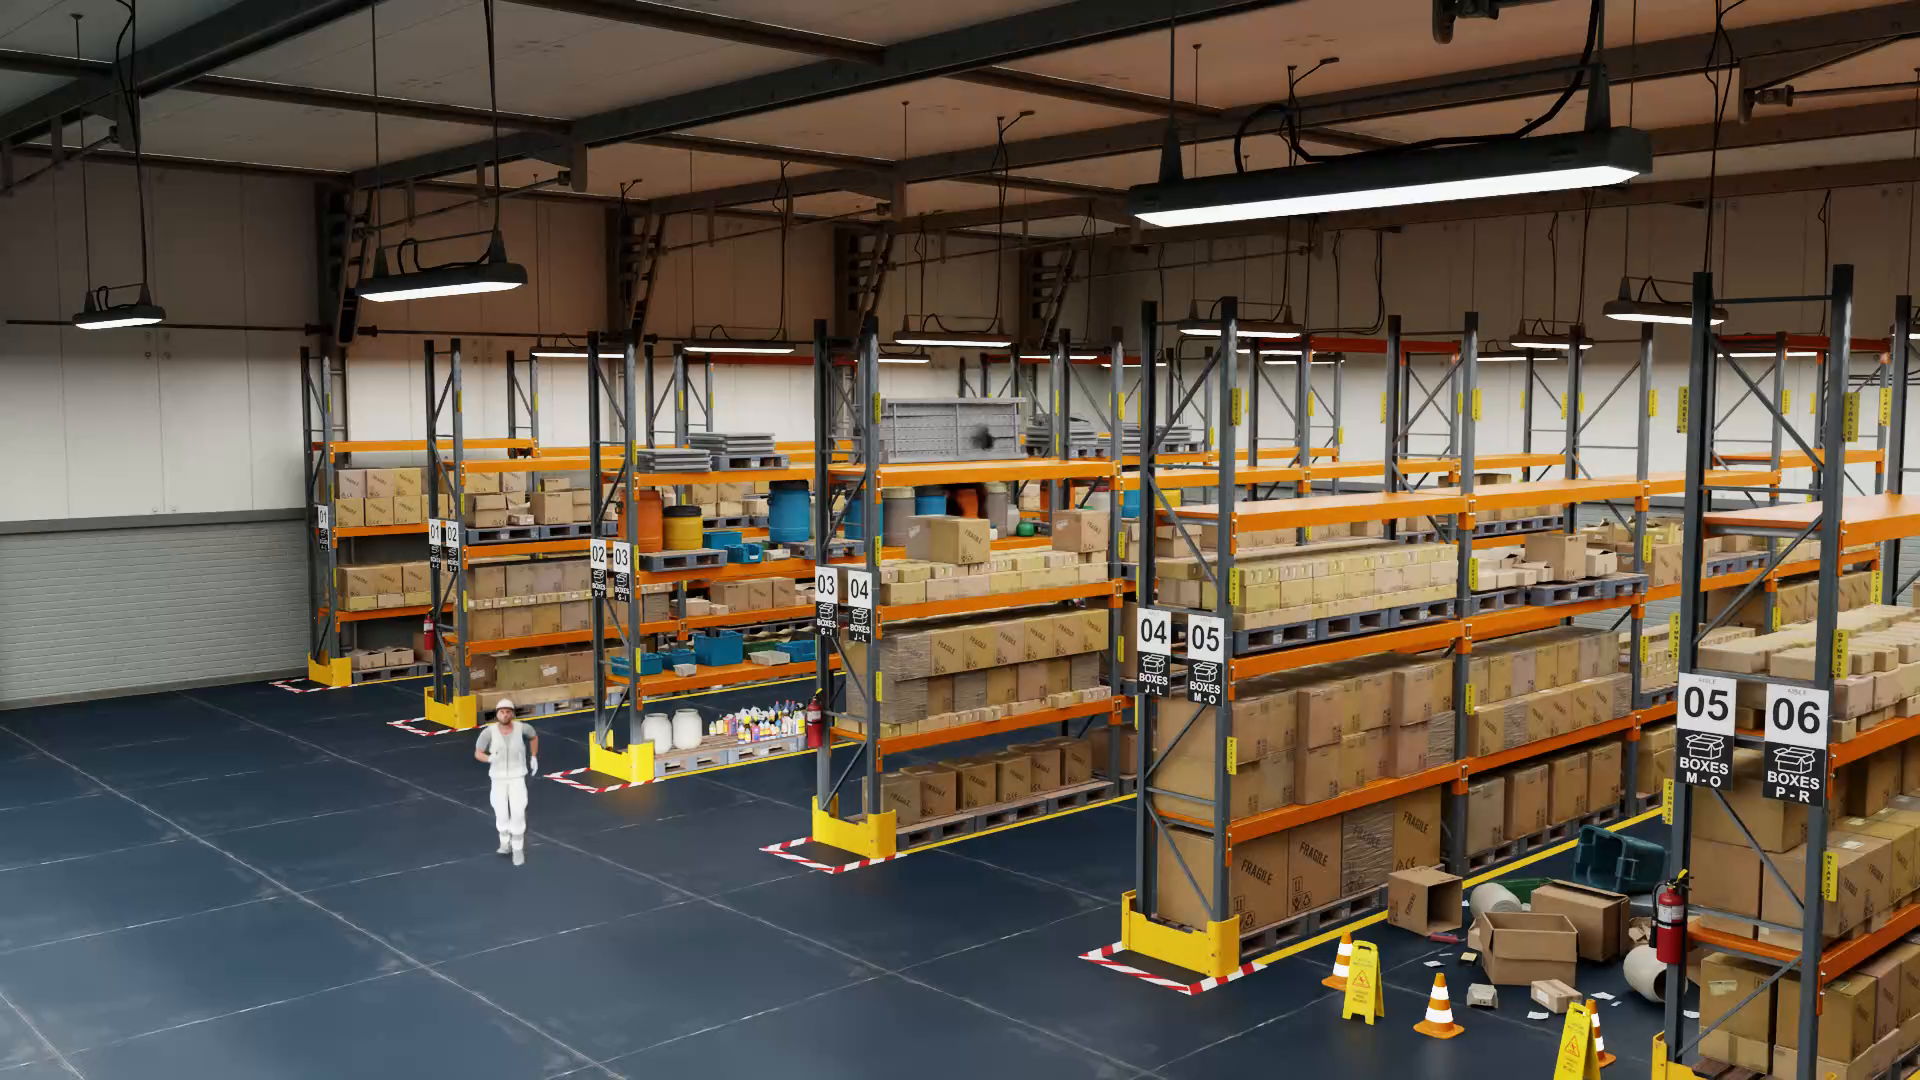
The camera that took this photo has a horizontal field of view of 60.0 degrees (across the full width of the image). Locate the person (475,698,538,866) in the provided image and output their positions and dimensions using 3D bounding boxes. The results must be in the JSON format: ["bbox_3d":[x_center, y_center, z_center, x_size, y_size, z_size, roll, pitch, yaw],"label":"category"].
[{"bbox_3d":[-4.995,2.663,18.334,0.664,1.852,0.776,-1,5,-12],"label":"person"}]

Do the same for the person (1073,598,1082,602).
[{"bbox_3d":[2.474,1.429,32.893,0.736,1.710,0.641,-5,7,-43],"label":"person"}]
